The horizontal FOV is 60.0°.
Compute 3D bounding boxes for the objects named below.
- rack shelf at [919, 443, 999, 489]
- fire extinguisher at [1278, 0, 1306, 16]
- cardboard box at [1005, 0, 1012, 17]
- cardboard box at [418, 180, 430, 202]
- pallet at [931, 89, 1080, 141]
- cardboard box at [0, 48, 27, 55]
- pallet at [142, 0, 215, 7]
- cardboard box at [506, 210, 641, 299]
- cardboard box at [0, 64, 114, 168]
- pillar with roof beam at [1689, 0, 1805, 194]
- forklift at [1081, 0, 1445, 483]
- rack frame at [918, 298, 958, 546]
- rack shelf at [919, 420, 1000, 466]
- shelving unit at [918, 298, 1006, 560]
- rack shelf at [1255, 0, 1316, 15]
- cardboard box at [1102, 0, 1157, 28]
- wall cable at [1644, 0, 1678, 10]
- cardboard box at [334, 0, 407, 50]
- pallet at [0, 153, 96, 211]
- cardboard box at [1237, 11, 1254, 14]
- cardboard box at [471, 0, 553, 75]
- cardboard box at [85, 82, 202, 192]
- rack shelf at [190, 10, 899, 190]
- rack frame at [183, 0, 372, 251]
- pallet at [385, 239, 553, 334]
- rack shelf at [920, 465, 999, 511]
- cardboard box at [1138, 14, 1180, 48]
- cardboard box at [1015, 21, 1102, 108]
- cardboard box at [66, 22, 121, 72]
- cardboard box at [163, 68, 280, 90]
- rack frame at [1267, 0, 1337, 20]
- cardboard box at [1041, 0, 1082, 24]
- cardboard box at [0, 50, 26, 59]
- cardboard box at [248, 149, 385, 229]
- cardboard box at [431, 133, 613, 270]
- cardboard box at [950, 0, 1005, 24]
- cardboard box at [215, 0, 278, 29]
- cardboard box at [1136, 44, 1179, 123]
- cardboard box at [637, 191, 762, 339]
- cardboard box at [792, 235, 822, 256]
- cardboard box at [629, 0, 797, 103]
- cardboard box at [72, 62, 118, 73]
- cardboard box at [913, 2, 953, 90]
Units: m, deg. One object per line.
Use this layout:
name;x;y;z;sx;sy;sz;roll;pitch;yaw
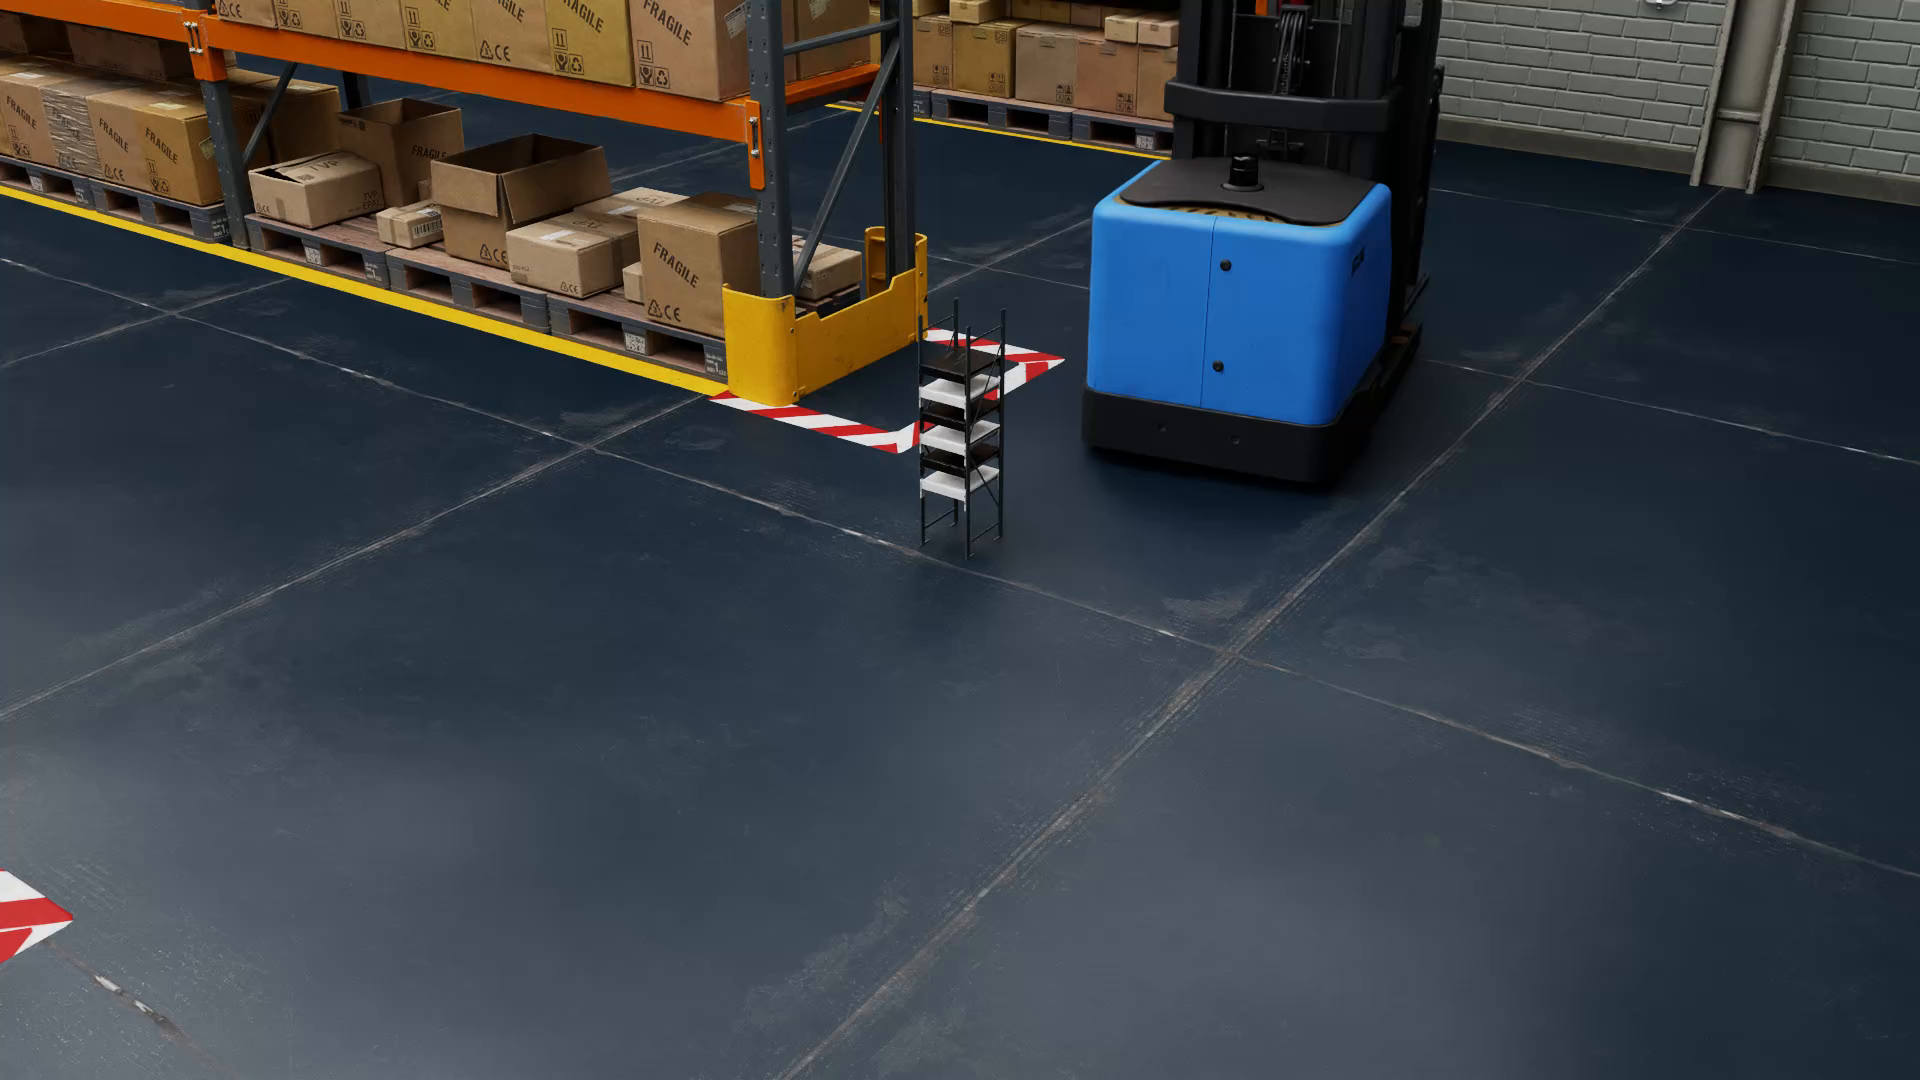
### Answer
rack shelf;0.007;-0.289;6.098;0.200;0.077;0.258;17;32;30
fire extinguisher;2.121;-3.602;10.517;0.183;0.674;0.296;17;32;30
cardboard box;0.373;-4.017;12.414;0.250;0.149;0.380;18;32;31
cardboard box;-2.867;-1.999;9.530;0.250;0.149;0.380;17;32;30
pallet;0.553;-3.261;12.424;1.213;0.211;1.003;17;32;30
cardboard box;-6.234;-3.145;11.393;0.500;0.500;0.500;19;32;32
pallet;-4.437;-3.348;9.734;1.213;0.211;1.003;17;32;30
cardboard box;-1.897;-1.434;8.307;0.500;0.250;0.500;17;32;30
cardboard box;-5.646;-2.678;10.477;0.500;0.500;0.500;16;31;29
pillar with roof beam;2.536;-4.708;5.580;0.400;9.000;9.100;17;32;30
forklift;1.570;-2.173;7.289;1.130;2.935;3.031;12;29;21
rack frame;-0.077;-0.425;6.093;0.006;0.900;0.240;17;32;30
rack shelf;0.007;-0.369;6.057;0.200;0.077;0.258;17;32;30
shelving unit;0.007;-0.399;6.042;0.210;0.900;0.258;17;32;30
rack shelf;0.610;-4.207;12.002;4.000;0.370;1.077;17;32;30
cardboard box;1.217;-3.755;11.900;0.250;0.149;0.380;18;32;31
wall cable;3.849;-4.491;10.648;1.851;1.984;0.084;17;32;30
cardboard box;-2.740;-2.740;8.217;0.500;0.500;0.500;17;32;30
pallet;-5.542;-2.453;10.837;1.213;0.211;1.003;17;32;30
cardboard box;1.841;-3.561;11.518;0.250;0.149;0.380;18;32;31
cardboard box;-1.904;-2.481;7.707;0.500;0.500;0.500;18;32;31
cardboard box;-4.812;-2.420;9.968;0.500;0.500;0.500;17;32;30
rack shelf;-2.192;-2.354;8.361;4.000;0.370;1.077;17;32;30
rack frame;-3.840;-3.188;9.207;0.127;3.000;1.000;17;32;30
pallet;-2.265;-1.455;8.877;1.213;0.211;1.003;17;32;30
rack shelf;0.007;-0.209;6.139;0.200;0.077;0.258;17;32;30
cardboard box;1.416;-3.483;11.365;0.250;0.149;0.380;17;31;30
cardboard box;0.797;-3.487;12.087;0.500;0.500;0.700;16;31;29
cardboard box;-5.339;-3.205;10.685;0.500;0.250;0.500;17;31;29
cardboard box;-4.547;-2.618;10.358;0.500;0.500;0.500;18;32;31
rack frame;2.258;-4.014;10.830;0.127;3.000;1.000;17;32;30
cardboard box;0.795;-3.886;12.156;0.250;0.149;0.380;18;32;31
cardboard box;-6.490;-2.941;10.993;0.500;0.500;0.500;16;31;29
cardboard box;-3.617;-1.997;9.346;0.500;0.311;0.500;17;32;30
cardboard box;-2.289;-1.791;8.729;0.637;0.503;0.797;17;32;30
cardboard box;0.129;-3.883;12.150;0.250;0.149;0.380;16;31;29
cardboard box;-3.575;-3.000;8.727;0.500;0.500;0.500;18;32;32
cardboard box;1.625;-3.229;11.581;0.500;0.500;0.700;17;32;30
cardboard box;-1.131;-1.290;7.749;0.500;0.500;0.500;17;32;30
cardboard box;-0.900;-1.394;8.321;0.250;0.166;0.380;17;32;30
cardboard box;-1.067;-2.219;7.192;0.500;0.500;0.500;18;32;32
cardboard box;-5.371;-2.879;10.872;0.500;0.500;0.500;16;31;28
cardboard box;-0.068;-3.753;12.611;0.500;0.500;0.700;17;32;30
